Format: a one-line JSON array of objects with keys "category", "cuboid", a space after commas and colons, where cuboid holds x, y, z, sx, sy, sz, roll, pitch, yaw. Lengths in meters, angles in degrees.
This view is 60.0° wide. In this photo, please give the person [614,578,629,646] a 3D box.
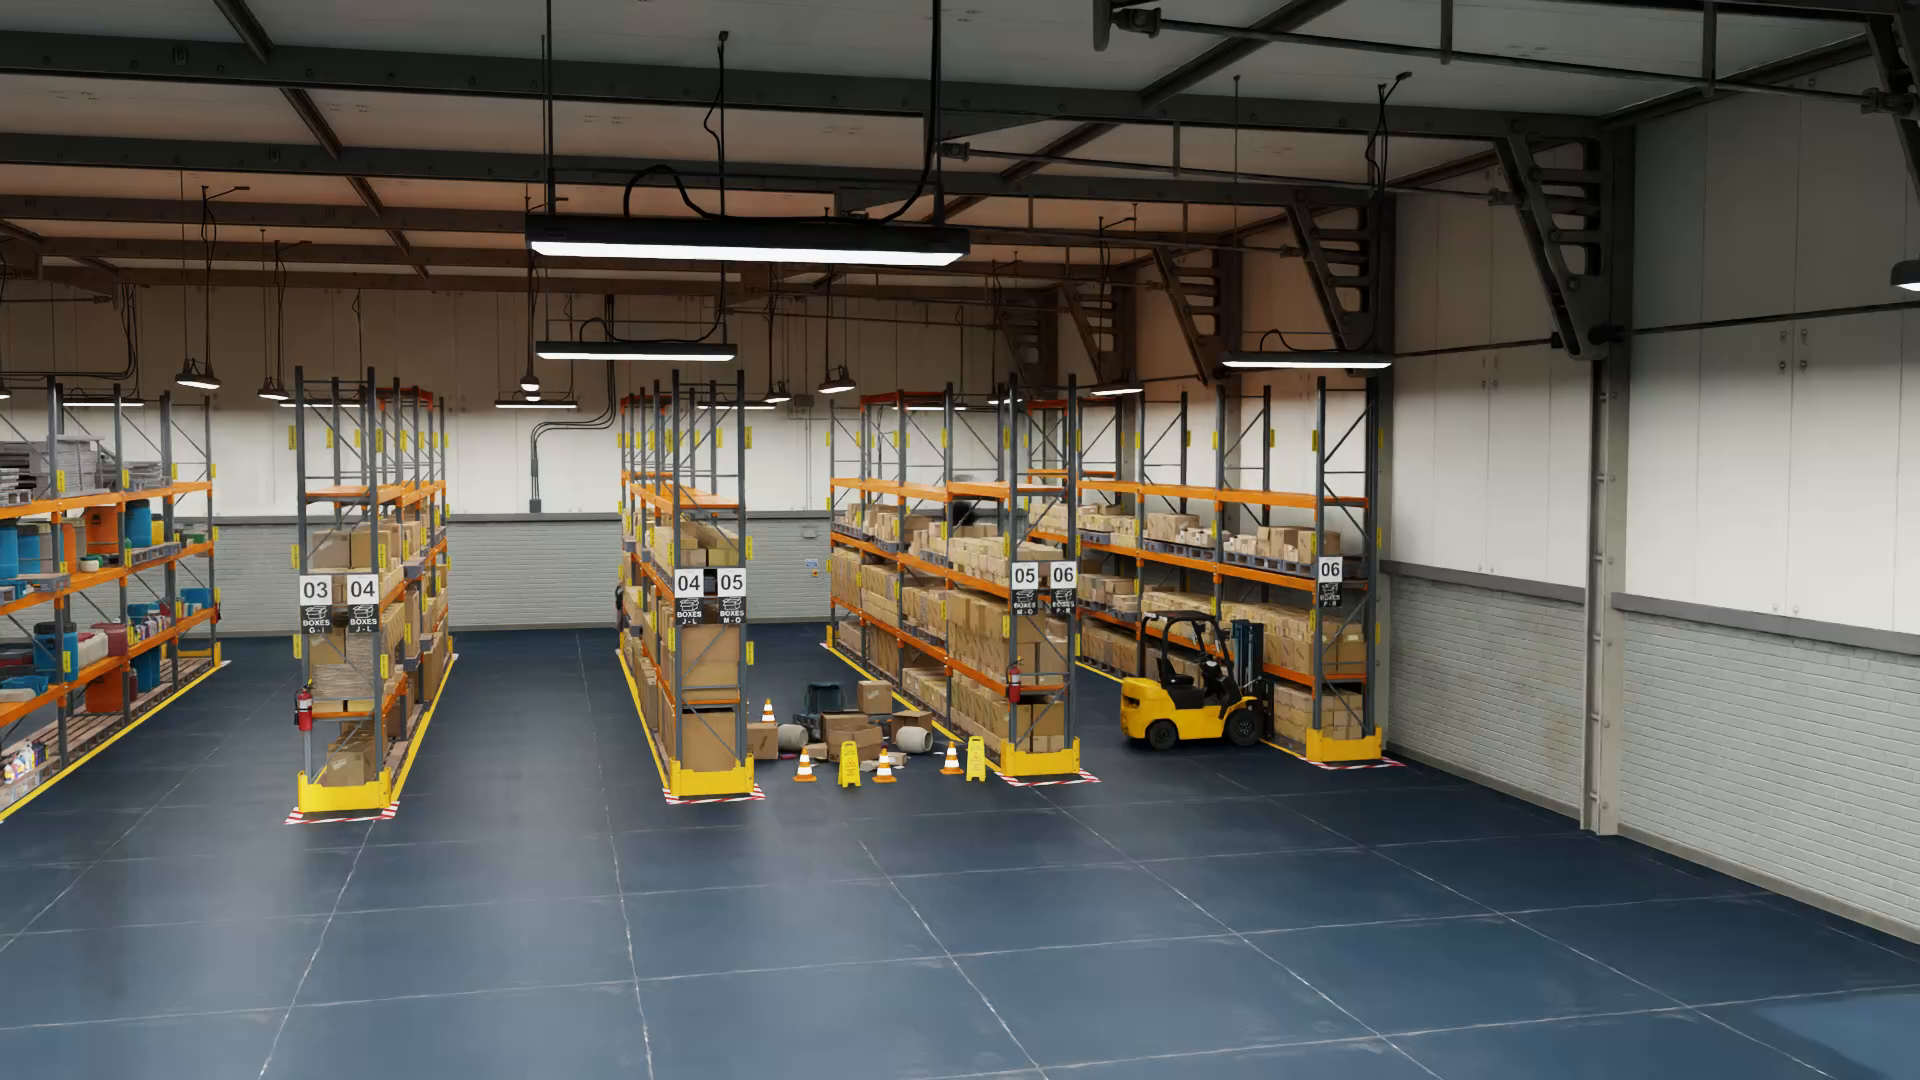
[{"category": "person", "cuboid": [-8.175, 1.722, 40.848, 0.666, 1.738, 0.772, 2, 4, 33]}]

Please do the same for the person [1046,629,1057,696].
[{"category": "person", "cuboid": [1.616, 2.291, 32.530, 0.530, 1.547, 0.898, -2, 4, -28]}]
